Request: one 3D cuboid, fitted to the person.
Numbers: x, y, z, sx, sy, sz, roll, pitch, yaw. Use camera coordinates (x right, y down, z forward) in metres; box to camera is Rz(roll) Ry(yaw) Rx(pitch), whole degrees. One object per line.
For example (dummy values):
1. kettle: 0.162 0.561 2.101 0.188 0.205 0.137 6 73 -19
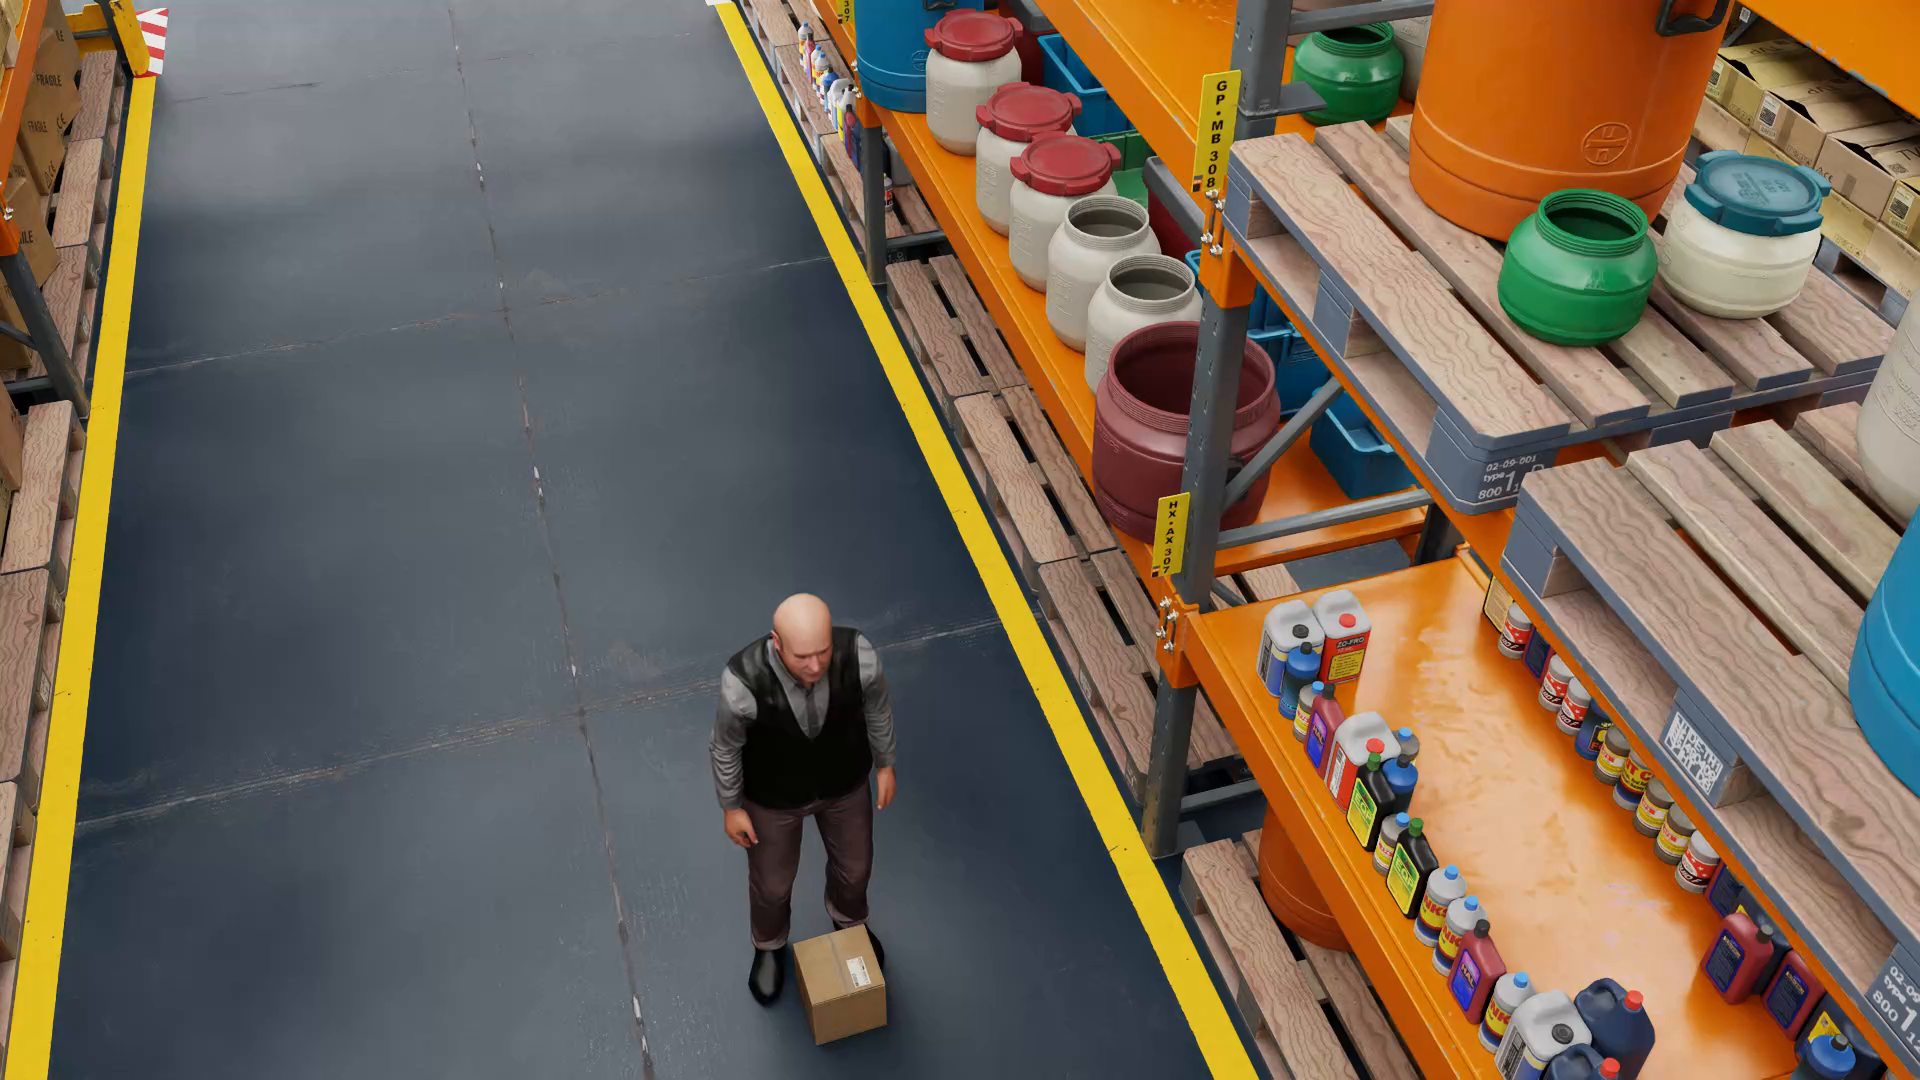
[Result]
1. person: -0.488 0.774 5.316 0.589 1.721 0.414 -13 44 -14
